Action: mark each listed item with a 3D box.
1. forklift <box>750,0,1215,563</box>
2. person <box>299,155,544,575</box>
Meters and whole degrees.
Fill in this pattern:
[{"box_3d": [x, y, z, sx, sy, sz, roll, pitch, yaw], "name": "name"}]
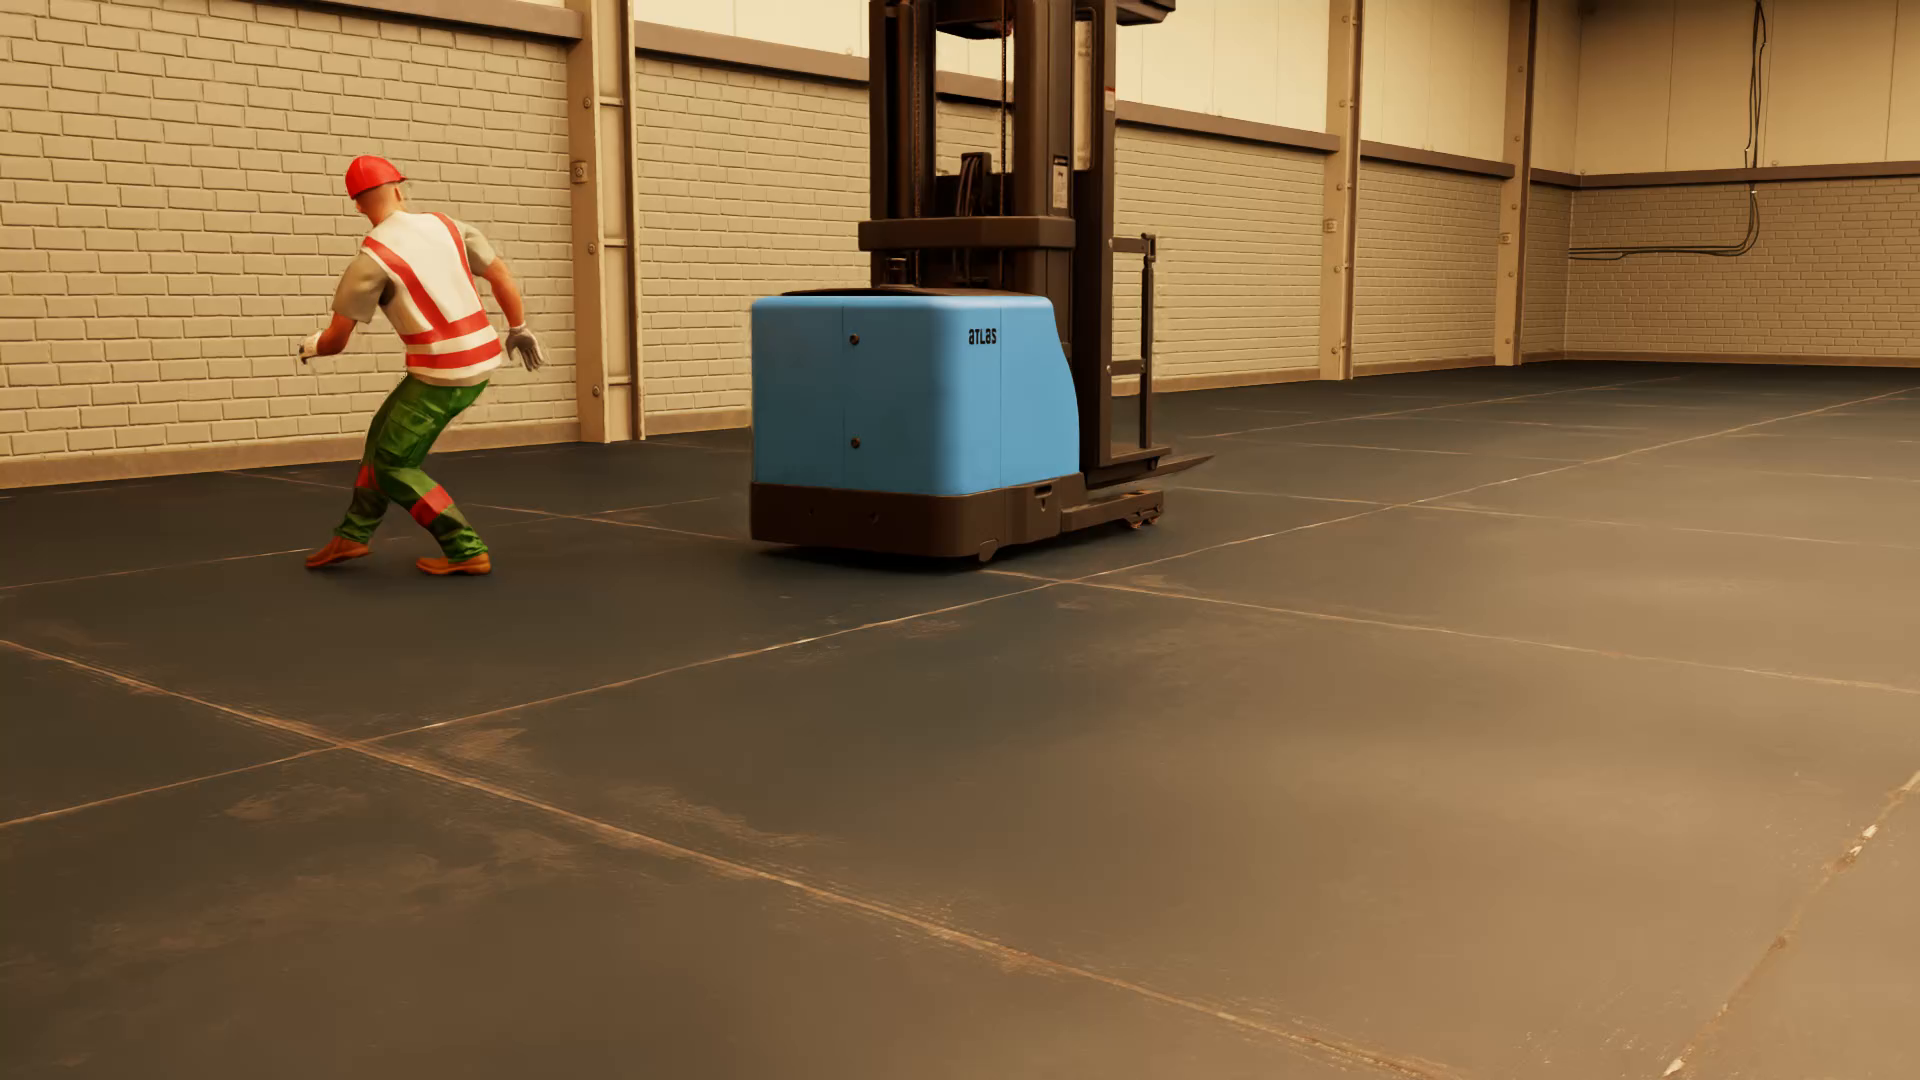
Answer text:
[{"box_3d": [0.317, -1.531, 7.744, 1.130, 2.935, 3.031, 5, 10, 31], "name": "forklift"}, {"box_3d": [-2.177, -0.686, 6.567, 0.814, 1.610, 0.785, 2, 9, 15], "name": "person"}]
